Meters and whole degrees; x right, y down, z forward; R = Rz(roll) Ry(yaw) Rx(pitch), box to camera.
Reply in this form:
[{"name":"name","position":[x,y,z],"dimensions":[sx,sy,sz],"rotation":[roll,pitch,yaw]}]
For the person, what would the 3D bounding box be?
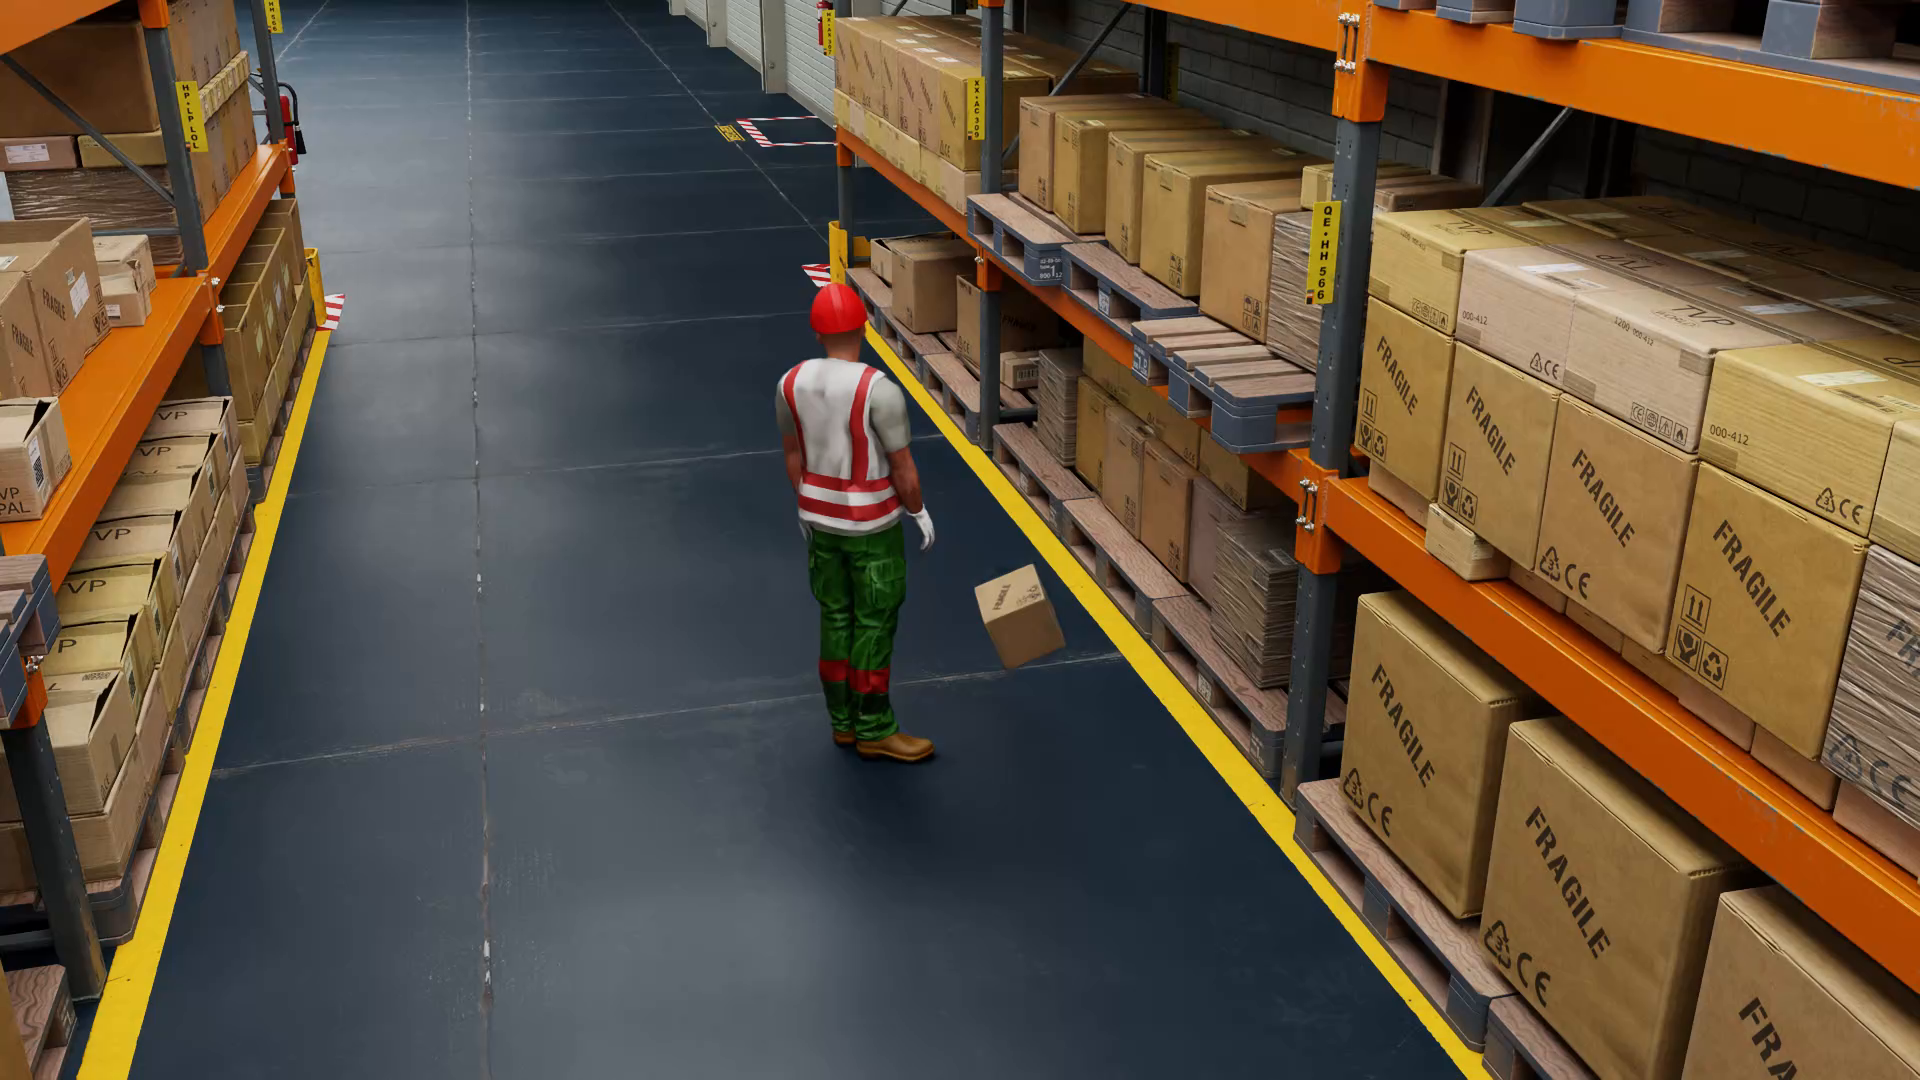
[{"name":"person","position":[-0.353,-0.071,6.184],"dimensions":[0.631,1.791,0.383],"rotation":[14,26,29]}]
